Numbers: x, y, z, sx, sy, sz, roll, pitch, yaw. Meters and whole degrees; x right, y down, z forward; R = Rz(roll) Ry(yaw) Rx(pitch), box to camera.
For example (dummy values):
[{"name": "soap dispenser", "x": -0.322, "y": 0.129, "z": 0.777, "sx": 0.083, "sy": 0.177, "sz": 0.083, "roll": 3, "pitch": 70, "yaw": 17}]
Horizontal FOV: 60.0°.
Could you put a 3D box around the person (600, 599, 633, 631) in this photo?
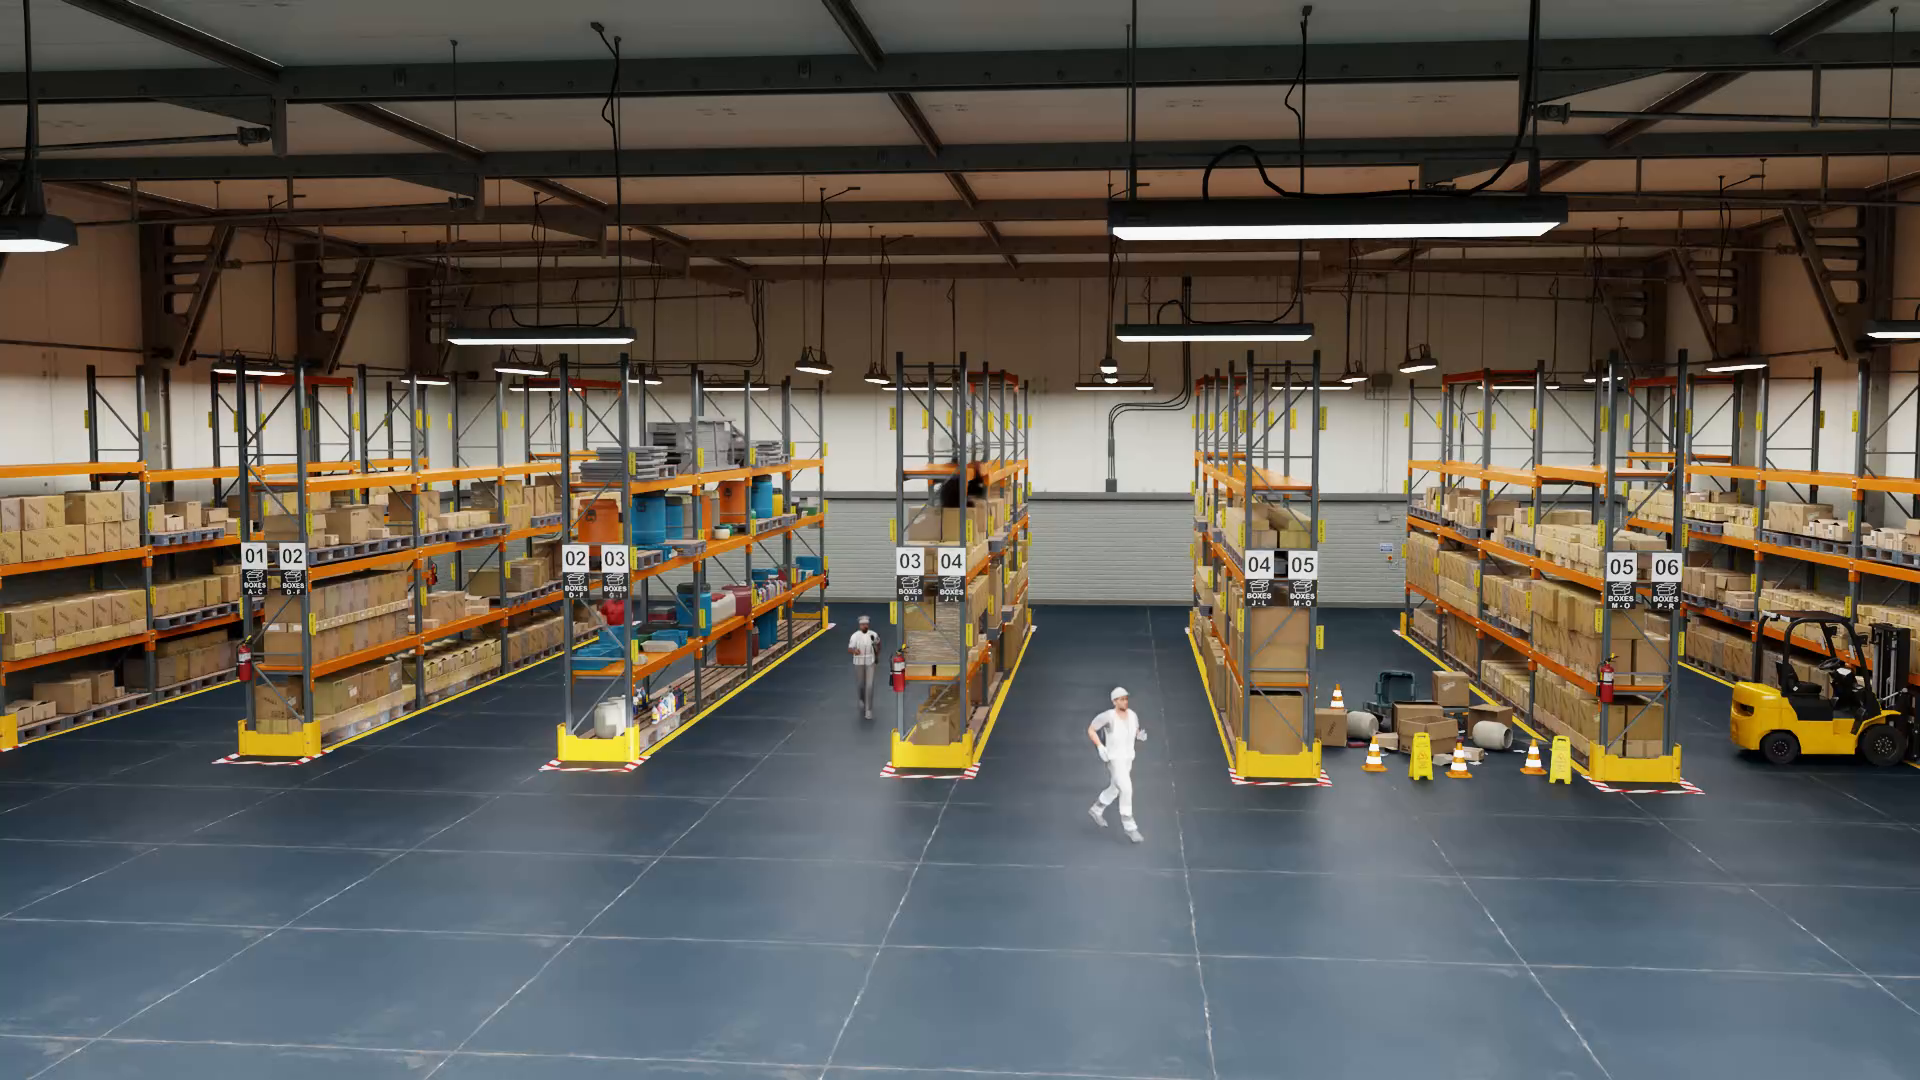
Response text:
[{"name": "person", "x": -6.833, "y": 1.813, "z": 33.067, "sx": 0.658, "sy": 1.682, "sz": 0.591, "roll": -1, "pitch": 4, "yaw": -10}]

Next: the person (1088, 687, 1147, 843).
[{"name": "person", "x": 1.928, "y": 2.673, "z": 20.115, "sx": 0.629, "sy": 1.815, "sz": 0.916, "roll": -4, "pitch": 6, "yaw": -43}]

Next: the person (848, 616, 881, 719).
[{"name": "person", "x": -1.622, "y": 2.130, "z": 28.320, "sx": 0.581, "sy": 1.701, "sz": 0.924, "roll": 0, "pitch": 4, "yaw": -5}]
